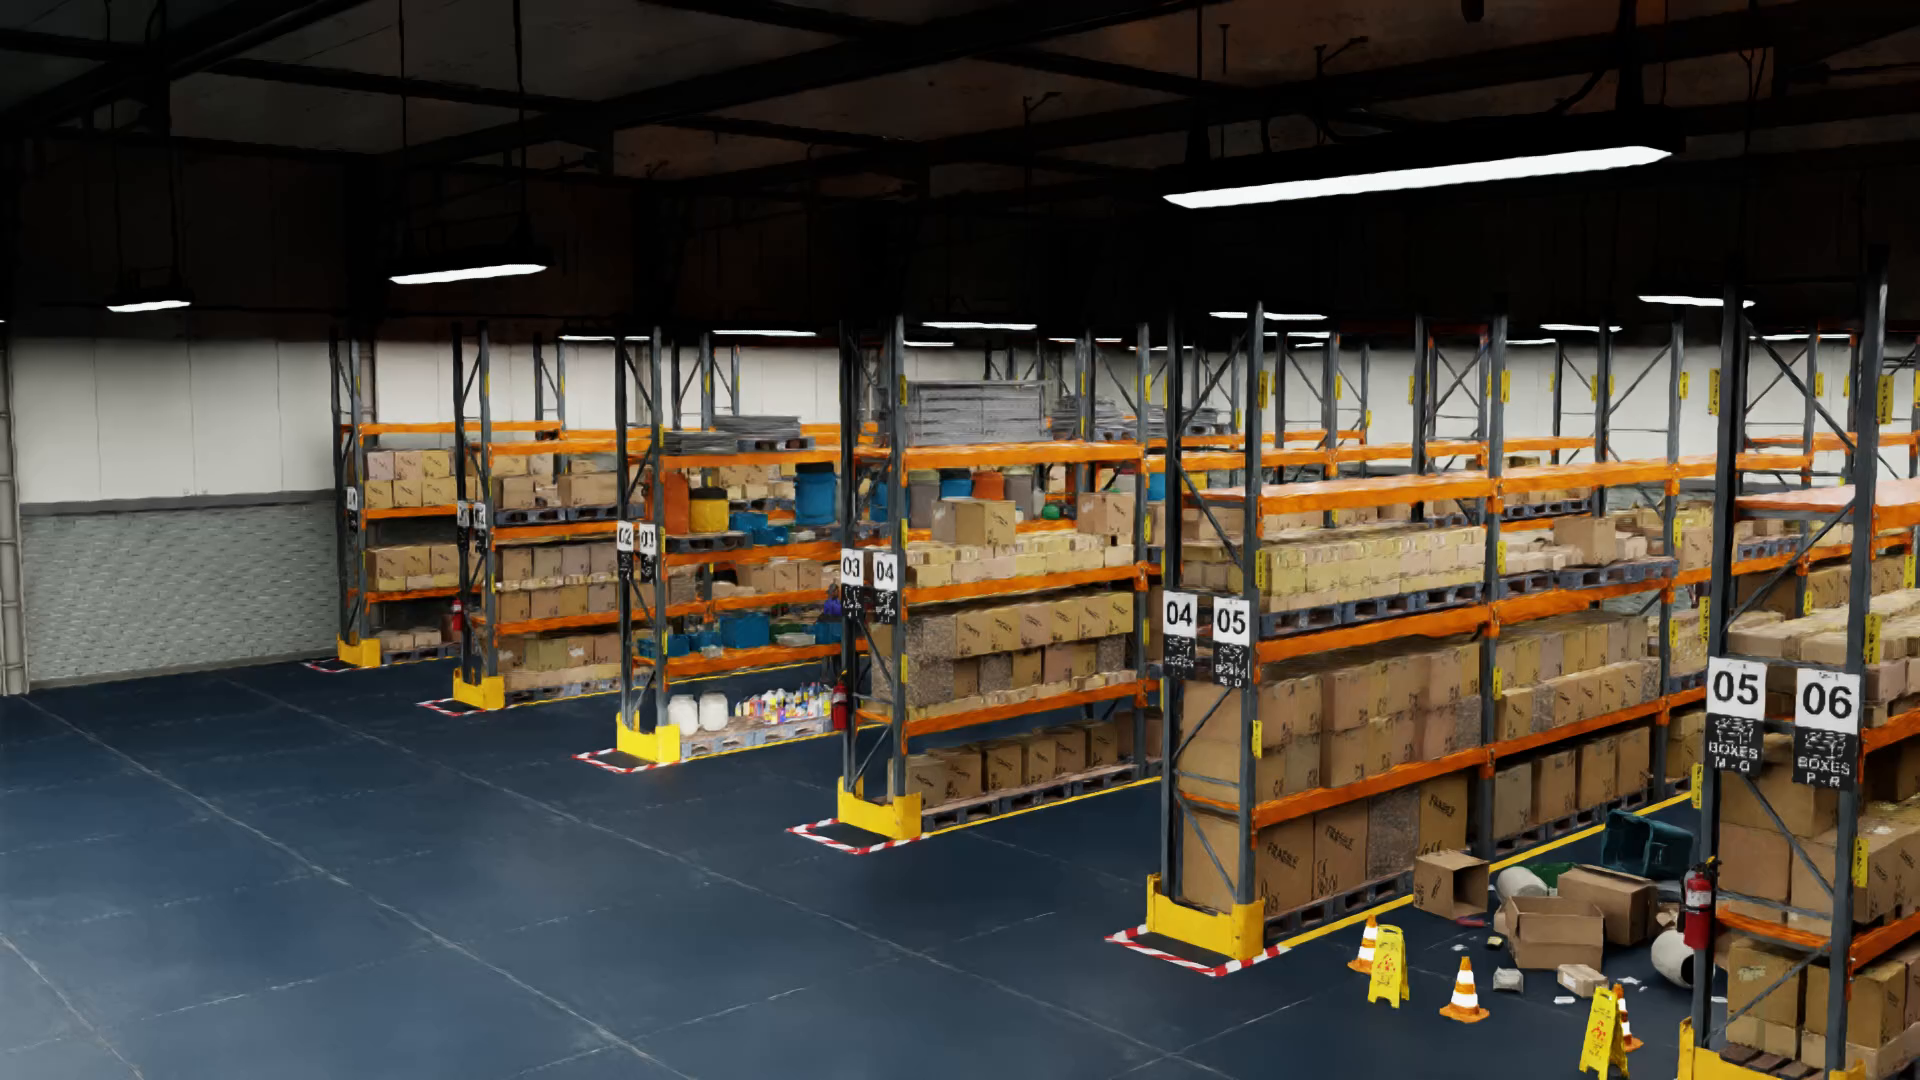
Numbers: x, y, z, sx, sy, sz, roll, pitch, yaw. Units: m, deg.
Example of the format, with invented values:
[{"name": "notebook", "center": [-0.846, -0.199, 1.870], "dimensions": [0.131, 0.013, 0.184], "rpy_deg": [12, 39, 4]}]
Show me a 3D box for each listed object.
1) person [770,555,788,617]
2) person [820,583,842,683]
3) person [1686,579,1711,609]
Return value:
[{"name": "person", "center": [-3.674, 0.858, 34.354], "dimensions": [0.398, 1.793, 0.657], "rpy_deg": [3, 6, 27]}, {"name": "person", "center": [-2.115, 1.557, 28.038], "dimensions": [0.440, 1.666, 0.551], "rpy_deg": [2, 6, 20]}, {"name": "person", "center": [14.223, 1.174, 31.678], "dimensions": [0.726, 1.709, 0.870], "rpy_deg": [3, 7, 30]}]
